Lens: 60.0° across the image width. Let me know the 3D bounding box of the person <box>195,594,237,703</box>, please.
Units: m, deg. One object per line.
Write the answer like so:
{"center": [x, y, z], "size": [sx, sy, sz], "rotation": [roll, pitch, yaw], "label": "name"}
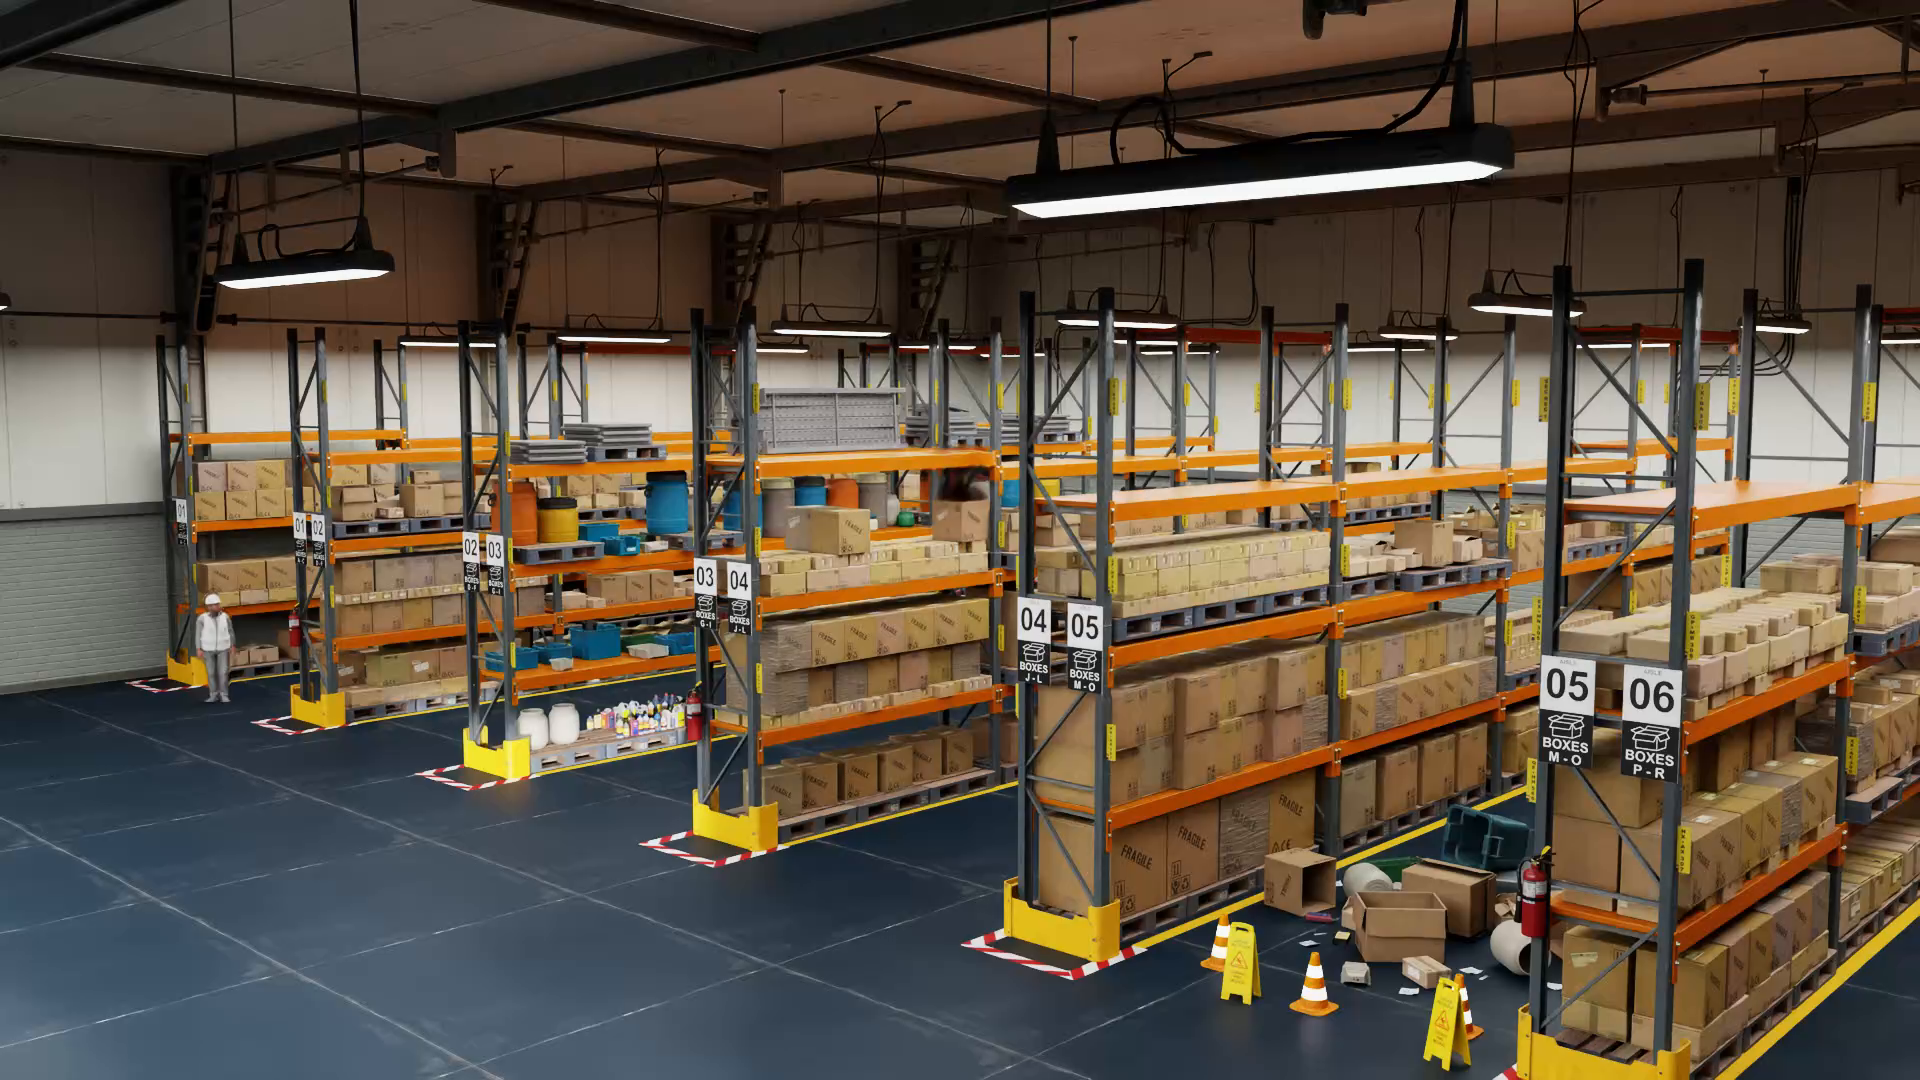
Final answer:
{"center": [-12.047, 1.762, 26.938], "size": [0.614, 1.781, 0.381], "rotation": [-3, 6, -26], "label": "person"}
